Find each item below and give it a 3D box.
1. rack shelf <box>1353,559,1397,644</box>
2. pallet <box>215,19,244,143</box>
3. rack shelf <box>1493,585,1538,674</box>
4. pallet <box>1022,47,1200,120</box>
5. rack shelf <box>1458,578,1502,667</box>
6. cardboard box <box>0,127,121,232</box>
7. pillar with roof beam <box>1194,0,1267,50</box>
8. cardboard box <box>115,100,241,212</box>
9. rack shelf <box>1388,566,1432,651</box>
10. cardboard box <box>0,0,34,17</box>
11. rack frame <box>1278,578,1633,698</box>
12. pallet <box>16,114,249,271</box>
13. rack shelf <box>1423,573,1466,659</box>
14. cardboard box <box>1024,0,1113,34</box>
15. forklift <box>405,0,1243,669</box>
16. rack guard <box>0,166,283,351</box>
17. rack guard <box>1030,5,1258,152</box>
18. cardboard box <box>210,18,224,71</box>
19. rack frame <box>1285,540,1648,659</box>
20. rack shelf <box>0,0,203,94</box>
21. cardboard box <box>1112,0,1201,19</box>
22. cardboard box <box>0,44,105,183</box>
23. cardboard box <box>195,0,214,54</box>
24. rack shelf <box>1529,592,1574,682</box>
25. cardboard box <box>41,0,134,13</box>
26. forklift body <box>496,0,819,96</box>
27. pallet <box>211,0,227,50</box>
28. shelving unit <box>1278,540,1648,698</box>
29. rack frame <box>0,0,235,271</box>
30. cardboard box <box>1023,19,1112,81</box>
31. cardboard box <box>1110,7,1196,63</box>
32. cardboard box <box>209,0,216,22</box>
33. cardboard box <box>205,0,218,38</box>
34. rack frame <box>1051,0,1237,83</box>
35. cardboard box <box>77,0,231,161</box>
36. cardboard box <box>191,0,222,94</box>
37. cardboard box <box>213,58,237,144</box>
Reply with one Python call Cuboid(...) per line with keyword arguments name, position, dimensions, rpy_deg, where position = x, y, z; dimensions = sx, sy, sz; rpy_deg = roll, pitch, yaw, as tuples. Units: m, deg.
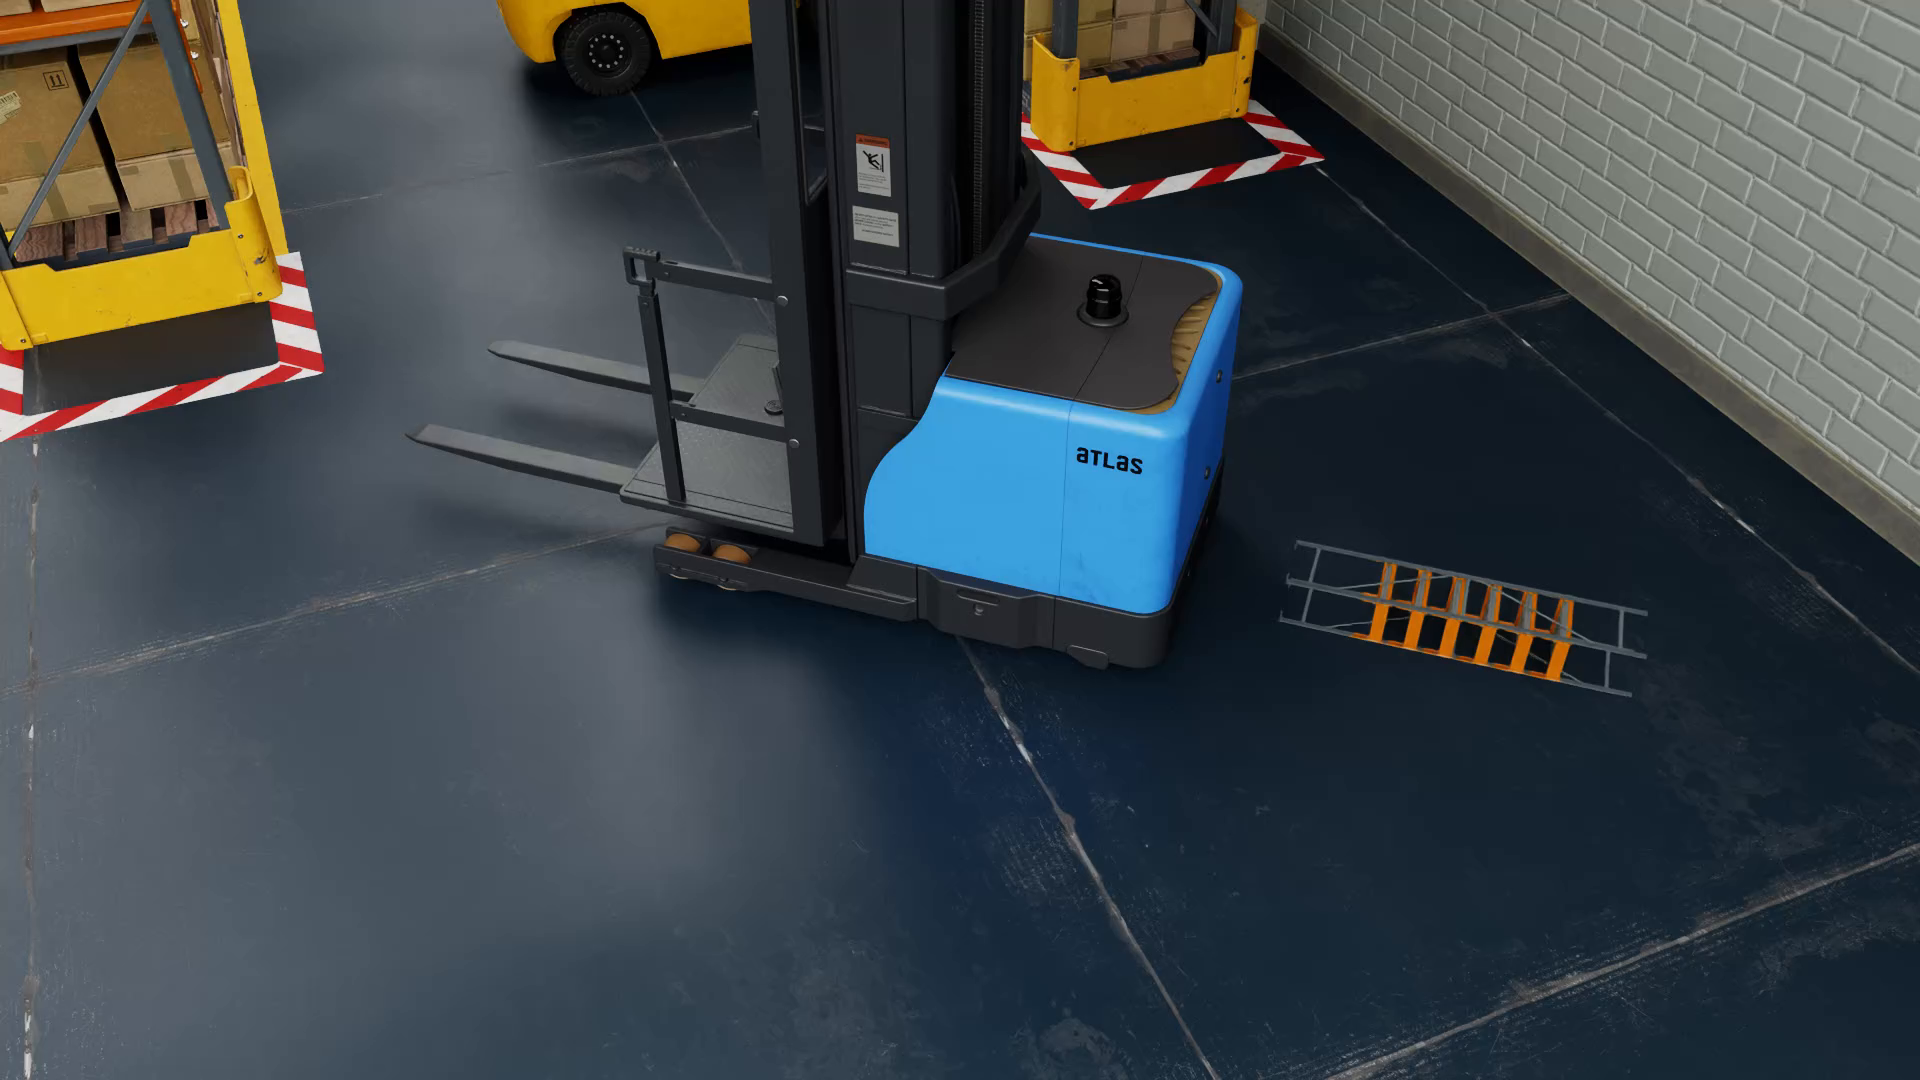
Cuboid(name="rack shelf", position=(1.469, 0.208, 5.859), dimensions=(0.103, 0.180, 0.258), rpy_deg=(12, 42, 14))
Cuboid(name="pallet", position=(-4.407, -2.368, 8.842), dimensions=(1.003, 0.211, 1.213), rpy_deg=(-15, 43, -17))
Cuboid(name="rack shelf", position=(1.925, 0.306, 5.745), dimensions=(0.103, 0.180, 0.258), rpy_deg=(12, 42, 14))
Cuboid(name="pallet", position=(0.616, -2.782, 9.323), dimensions=(1.003, 0.211, 1.213), rpy_deg=(-15, 43, -17))
Cuboid(name="rack shelf", position=(1.811, 0.282, 5.774), dimensions=(0.103, 0.180, 0.258), rpy_deg=(12, 42, 14))
Cuboid(name="cardboard box", position=(-4.204, -1.699, 7.712), dimensions=(0.500, 0.250, 0.500), rpy_deg=(-15, 43, -17))
Cuboid(name="pillar with roof beam", position=(-2.463, -5.234, 5.434), dimensions=(9.100, 9.000, 0.400), rpy_deg=(-15, 43, -17))
Cuboid(name="cardboard box", position=(-3.690, -1.820, 7.852), dimensions=(0.500, 0.250, 0.500), rpy_deg=(-15, 43, -17))
Cuboid(name="rack shelf", position=(1.583, 0.233, 5.831), dimensions=(0.103, 0.180, 0.258), rpy_deg=(12, 42, 14))
Cuboid(name="cardboard box", position=(-3.978, -2.225, 6.729), dimensions=(0.380, 0.149, 0.250), rpy_deg=(-14, 43, -15))
Cuboid(name="rack frame", position=(1.739, 0.336, 5.851), dimensions=(1.200, 0.006, 0.240), rpy_deg=(12, 42, 14))
Cuboid(name="pallet", position=(-3.944, -1.635, 7.989), dimensions=(1.003, 0.211, 1.213), rpy_deg=(-15, 43, -17))
Cuboid(name="rack shelf", position=(1.697, 0.257, 5.802), dimensions=(0.103, 0.180, 0.258), rpy_deg=(12, 42, 14))
Cuboid(name="cardboard box", position=(0.473, -2.910, 8.737), dimensions=(0.500, 0.250, 0.500), rpy_deg=(-16, 43, -17))
Cuboid(name="forklift", position=(-0.593, -1.241, 5.445), dimensions=(3.031, 2.935, 1.130), rpy_deg=(12, 42, 14))
Cuboid(name="rack guard", position=(-3.666, -1.246, 7.316), dimensions=(1.175, 0.500, 0.348), rpy_deg=(-15, 43, -17))
Cuboid(name="rack guard", position=(0.957, -2.426, 8.688), dimensions=(1.175, 0.500, 0.348), rpy_deg=(-15, 43, -17))
Cuboid(name="cardboard box", position=(-4.099, -2.455, 8.591), dimensions=(0.500, 0.250, 0.500), rpy_deg=(-12, 42, -14))
Cuboid(name="rack frame", position=(1.739, 0.197, 5.732), dimensions=(1.200, 0.006, 0.240), rpy_deg=(12, 42, 14))
Cuboid(name="rack shelf", position=(-4.402, -3.080, 8.083), dimensions=(1.077, 0.370, 4.000), rpy_deg=(-15, 43, -17))
Cuboid(name="cardboard box", position=(0.960, -3.030, 8.876), dimensions=(0.500, 0.250, 0.500), rpy_deg=(-14, 43, -16))
Cuboid(name="cardboard box", position=(-4.184, -1.967, 7.448), dimensions=(0.500, 0.500, 0.500), rpy_deg=(-15, 43, -17))
Cuboid(name="cardboard box", position=(-4.088, -2.736, 8.343), dimensions=(0.500, 0.500, 0.500), rpy_deg=(-14, 43, -16))
Cuboid(name="rack shelf", position=(2.039, 0.331, 5.717), dimensions=(0.103, 0.180, 0.258), rpy_deg=(12, 42, 14))
Cuboid(name="cardboard box", position=(-3.576, -2.309, 6.827), dimensions=(0.380, 0.149, 0.250), rpy_deg=(-15, 43, -17))
Cuboid(name="forklift body", position=(-1.463, -3.754, 8.966), dimensions=(2.313, 2.155, 1.214), rpy_deg=(-15, 43, -17))
Cuboid(name="pallet", position=(-4.878, -3.105, 9.698), dimensions=(1.003, 0.211, 1.213), rpy_deg=(-15, 43, -17))
Cuboid(name="shelving unit", position=(1.739, 0.266, 5.792), dimensions=(1.200, 0.189, 0.258), rpy_deg=(12, 42, 14))
Cuboid(name="rack frame", position=(-3.637, -2.148, 6.447), dimensions=(1.000, 3.000, 0.127), rpy_deg=(-15, 43, -17))
Cuboid(name="cardboard box", position=(0.476, -2.709, 8.887), dimensions=(0.500, 0.250, 0.500), rpy_deg=(-15, 43, -17))
Cuboid(name="cardboard box", position=(0.940, -2.850, 9.050), dimensions=(0.500, 0.250, 0.500), rpy_deg=(-15, 43, -17))
Cuboid(name="cardboard box", position=(-4.480, -3.067, 9.303), dimensions=(0.500, 0.250, 0.500), rpy_deg=(-16, 43, -18))
Cuboid(name="cardboard box", position=(-4.290, -2.759, 8.945), dimensions=(0.500, 0.250, 0.500), rpy_deg=(-14, 43, -16))
Cuboid(name="rack frame", position=(0.948, -3.389, 7.890), dimensions=(1.000, 3.000, 0.127), rpy_deg=(-15, 43, -17))
Cuboid(name="cardboard box", position=(-3.700, -2.118, 7.624), dimensions=(0.500, 0.500, 0.500), rpy_deg=(-16, 43, -18))
Cuboid(name="cardboard box", position=(-3.904, -2.432, 7.989), dimensions=(0.500, 0.500, 0.500), rpy_deg=(-17, 43, -18))
Cuboid(name="cardboard box", position=(-3.878, -2.129, 8.212), dimensions=(0.500, 0.250, 0.500), rpy_deg=(-14, 43, -15))
